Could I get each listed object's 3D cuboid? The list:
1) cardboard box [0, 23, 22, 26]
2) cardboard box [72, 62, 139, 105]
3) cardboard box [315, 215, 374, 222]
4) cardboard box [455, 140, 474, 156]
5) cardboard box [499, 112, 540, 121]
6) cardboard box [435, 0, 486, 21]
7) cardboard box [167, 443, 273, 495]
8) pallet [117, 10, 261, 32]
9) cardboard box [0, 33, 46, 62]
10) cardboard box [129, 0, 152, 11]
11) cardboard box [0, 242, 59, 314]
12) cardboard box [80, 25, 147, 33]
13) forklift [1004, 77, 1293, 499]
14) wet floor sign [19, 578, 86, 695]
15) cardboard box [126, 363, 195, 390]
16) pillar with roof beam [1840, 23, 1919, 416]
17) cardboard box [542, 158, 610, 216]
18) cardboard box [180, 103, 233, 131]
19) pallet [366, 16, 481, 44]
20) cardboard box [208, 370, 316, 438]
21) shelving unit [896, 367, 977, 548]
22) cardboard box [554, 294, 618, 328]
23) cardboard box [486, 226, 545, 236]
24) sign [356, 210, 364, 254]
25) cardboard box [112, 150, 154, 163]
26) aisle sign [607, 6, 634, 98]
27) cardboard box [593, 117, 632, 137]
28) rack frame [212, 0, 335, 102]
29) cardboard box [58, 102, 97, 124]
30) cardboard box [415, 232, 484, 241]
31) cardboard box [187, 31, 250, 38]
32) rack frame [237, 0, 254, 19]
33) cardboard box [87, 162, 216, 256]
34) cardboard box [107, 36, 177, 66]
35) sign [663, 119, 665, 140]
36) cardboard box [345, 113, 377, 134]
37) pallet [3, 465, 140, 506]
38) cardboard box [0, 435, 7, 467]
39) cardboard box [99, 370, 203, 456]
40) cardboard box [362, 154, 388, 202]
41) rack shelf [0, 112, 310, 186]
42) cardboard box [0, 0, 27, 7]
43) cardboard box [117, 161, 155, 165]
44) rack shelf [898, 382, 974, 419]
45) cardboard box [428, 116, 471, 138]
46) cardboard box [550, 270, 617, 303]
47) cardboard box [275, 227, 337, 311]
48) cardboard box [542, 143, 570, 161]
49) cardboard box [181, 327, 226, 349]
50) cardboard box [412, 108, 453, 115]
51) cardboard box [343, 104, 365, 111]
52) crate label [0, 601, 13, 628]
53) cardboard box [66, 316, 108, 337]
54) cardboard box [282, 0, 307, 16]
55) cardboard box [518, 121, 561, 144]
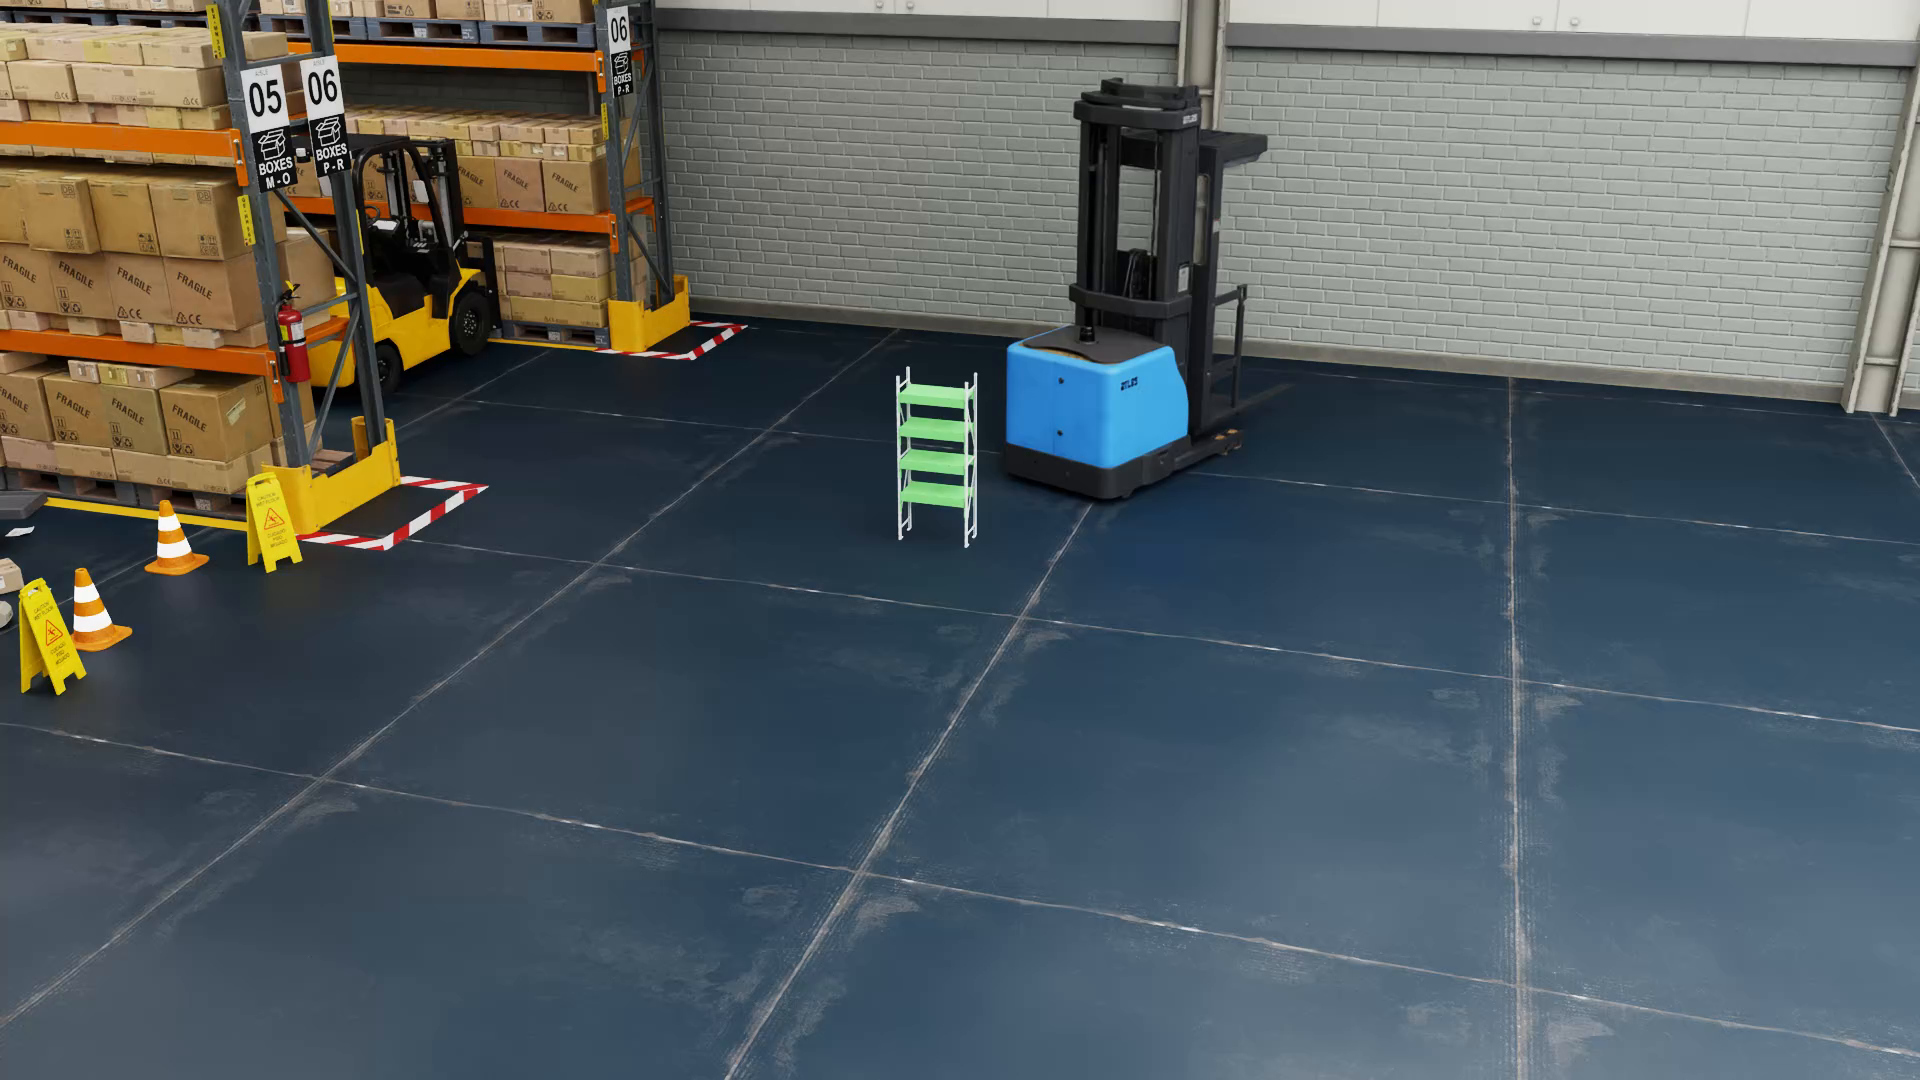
[{"bbox_3d":[-7.023,-3.656,12.058,0.250,0.149,0.380,6,23,14],"label":"cardboard box"},{"bbox_3d":[-5.607,-3.116,11.266,0.500,0.250,0.500,6,23,15],"label":"cardboard box"},{"bbox_3d":[-6.434,-3.284,17.577,0.500,0.250,0.500,7,23,17],"label":"cardboard box"},{"bbox_3d":[-4.780,-3.859,16.239,0.250,0.149,0.380,7,23,16],"label":"cardboard box"},{"bbox_3d":[-4.381,-4.160,16.581,0.250,0.149,0.380,7,23,17],"label":"cardboard box"},{"bbox_3d":[-4.577,-5.228,15.793,0.500,0.500,0.700,7,23,16],"label":"cardboard box"},{"bbox_3d":[-5.436,-0.557,12.244,0.500,0.250,0.500,6,23,15],"label":"cardboard box"},{"bbox_3d":[-7.809,-5.275,16.976,1.217,0.209,0.805,6,23,13],"label":"pallet"},{"bbox_3d":[-6.449,-3.367,11.354,0.250,0.149,0.380,7,23,17],"label":"cardboard box"},{"bbox_3d":[-8.101,-5.406,16.689,0.250,0.149,0.380,6,23,15],"label":"cardboard box"},{"bbox_3d":[-6.597,-1.959,12.070,0.500,0.500,0.500,7,23,16],"label":"cardboard box"},{"bbox_3d":[-6.021,-3.571,11.852,0.250,0.149,0.380,7,23,17],"label":"cardboard box"},{"bbox_3d":[1.670,-2.144,13.134,1.130,2.935,3.031,18,28,36],"label":"forklift"},{"bbox_3d":[-5.295,0.542,9.599,0.232,0.644,0.267,3,22,6],"label":"wet floor sign"},{"bbox_3d":[-5.775,-1.219,12.016,0.250,0.149,0.380,7,23,17],"label":"cardboard box"},{"bbox_3d":[6.707,-3.745,9.041,0.400,9.000,9.100,7,23,16],"label":"pillar with roof beam"},{"bbox_3d":[-3.678,-3.450,16.096,0.500,0.500,0.500,6,23,14],"label":"cardboard box"},{"bbox_3d":[-4.984,-2.850,11.144,0.250,0.149,0.380,7,23,16],"label":"cardboard box"},{"bbox_3d":[-4.973,-5.012,16.199,1.213,0.211,1.003,7,23,16],"label":"pallet"},{"bbox_3d":[-5.277,-1.101,12.584,0.500,0.500,0.500,6,23,14],"label":"cardboard box"},{"bbox_3d":[-0.158,-0.573,11.587,0.503,1.200,0.258,7,23,16],"label":"shelving unit"},{"bbox_3d":[-3.673,-2.304,16.503,0.500,0.250,0.500,7,23,16],"label":"cardboard box"},{"bbox_3d":[-4.492,-3.063,17.038,0.500,0.250,0.500,6,23,15],"label":"cardboard box"},{"bbox_3d":[-4.405,-2.239,12.134,0.005,0.325,0.100,7,23,16],"label":"sign"},{"bbox_3d":[-8.487,-4.118,17.396,0.500,0.250,0.500,7,23,17],"label":"cardboard box"},{"bbox_3d":[-3.153,-4.534,15.445,0.004,0.787,0.394,7,23,16],"label":"aisle sign"},{"bbox_3d":[-3.391,-4.043,16.296,0.250,0.149,0.380,6,23,14],"label":"cardboard box"},{"bbox_3d":[-4.562,-4.417,10.679,0.127,3.000,1.000,7,23,16],"label":"rack frame"},{"bbox_3d":[-5.952,-2.969,11.434,0.250,0.149,0.380,6,23,15],"label":"cardboard box"},{"bbox_3d":[-5.122,-2.931,16.714,0.500,0.250,0.500,6,23,14],"label":"cardboard box"},{"bbox_3d":[-5.089,-3.416,11.474,0.250,0.149,0.380,6,23,15],"label":"cardboard box"},{"bbox_3d":[-6.961,-6.659,16.146,0.127,3.000,1.000,7,23,16],"label":"rack frame"},{"bbox_3d":[-5.596,-2.322,11.638,0.500,0.500,0.700,7,23,16],"label":"cardboard box"},{"bbox_3d":[-5.456,-3.275,11.129,0.250,0.149,0.380,6,23,15],"label":"cardboard box"},{"bbox_3d":[-2.965,-4.083,16.526,0.005,0.325,0.100,7,23,16],"label":"sign"},{"bbox_3d":[-6.001,-4.138,16.528,0.250,0.149,0.380,7,23,17],"label":"cardboard box"},{"bbox_3d":[-6.566,-0.596,12.944,1.213,0.211,1.003,7,23,16],"label":"pallet"},{"bbox_3d":[-7.390,-0.784,12.800,0.500,0.250,0.500,8,24,19],"label":"cardboard box"},{"bbox_3d":[-5.905,-0.959,12.237,0.500,0.500,0.500,7,23,17],"label":"cardboard box"},{"bbox_3d":[-5.623,-3.680,16.657,0.500,0.500,0.500,6,23,15],"label":"cardboard box"},{"bbox_3d":[-6.476,-2.915,11.920,4.000,0.370,1.077,7,23,16],"label":"rack shelf"},{"bbox_3d":[-9.655,-5.809,17.211,0.500,0.500,0.700,6,23,14],"label":"cardboard box"},{"bbox_3d":[-8.468,-3.893,17.505,0.500,0.250,0.500,7,23,16],"label":"cardboard box"},{"bbox_3d":[-0.158,-0.958,11.429,0.480,0.148,0.258,7,23,16],"label":"rack shelf"},{"bbox_3d":[-5.005,-4.058,16.331,0.250,0.149,0.380,7,23,16],"label":"cardboard box"},{"bbox_3d":[-3.688,-2.538,16.416,0.500,0.250,0.500,6,23,15],"label":"cardboard box"},{"bbox_3d":[-4.935,-1.978,12.115,0.500,0.500,0.500,6,23,15],"label":"cardboard box"},{"bbox_3d":[-3.798,-3.745,15.960,0.250,0.149,0.380,7,23,16],"label":"cardboard box"},{"bbox_3d":[-5.256,-1.475,11.746,0.250,0.149,0.380,6,23,15],"label":"cardboard box"},{"bbox_3d":[-5.351,-4.290,16.898,0.250,0.149,0.380,6,23,15],"label":"cardboard box"},{"bbox_3d":[-6.340,-4.400,17.165,0.250,0.149,0.380,6,23,14],"label":"cardboard box"},{"bbox_3d":[-6.112,0.482,10.415,0.298,0.136,0.250,-5,23,-12],"label":"crate label"},{"bbox_3d":[-6.226,-1.603,12.056,0.250,0.149,0.380,6,23,15],"label":"cardboard box"},{"bbox_3d":[-6.235,-5.291,16.195,0.500,0.311,0.500,7,23,17],"label":"cardboard box"},{"bbox_3d":[-4.039,-3.926,16.010,0.250,0.149,0.380,7,23,17],"label":"cardboard box"}]
